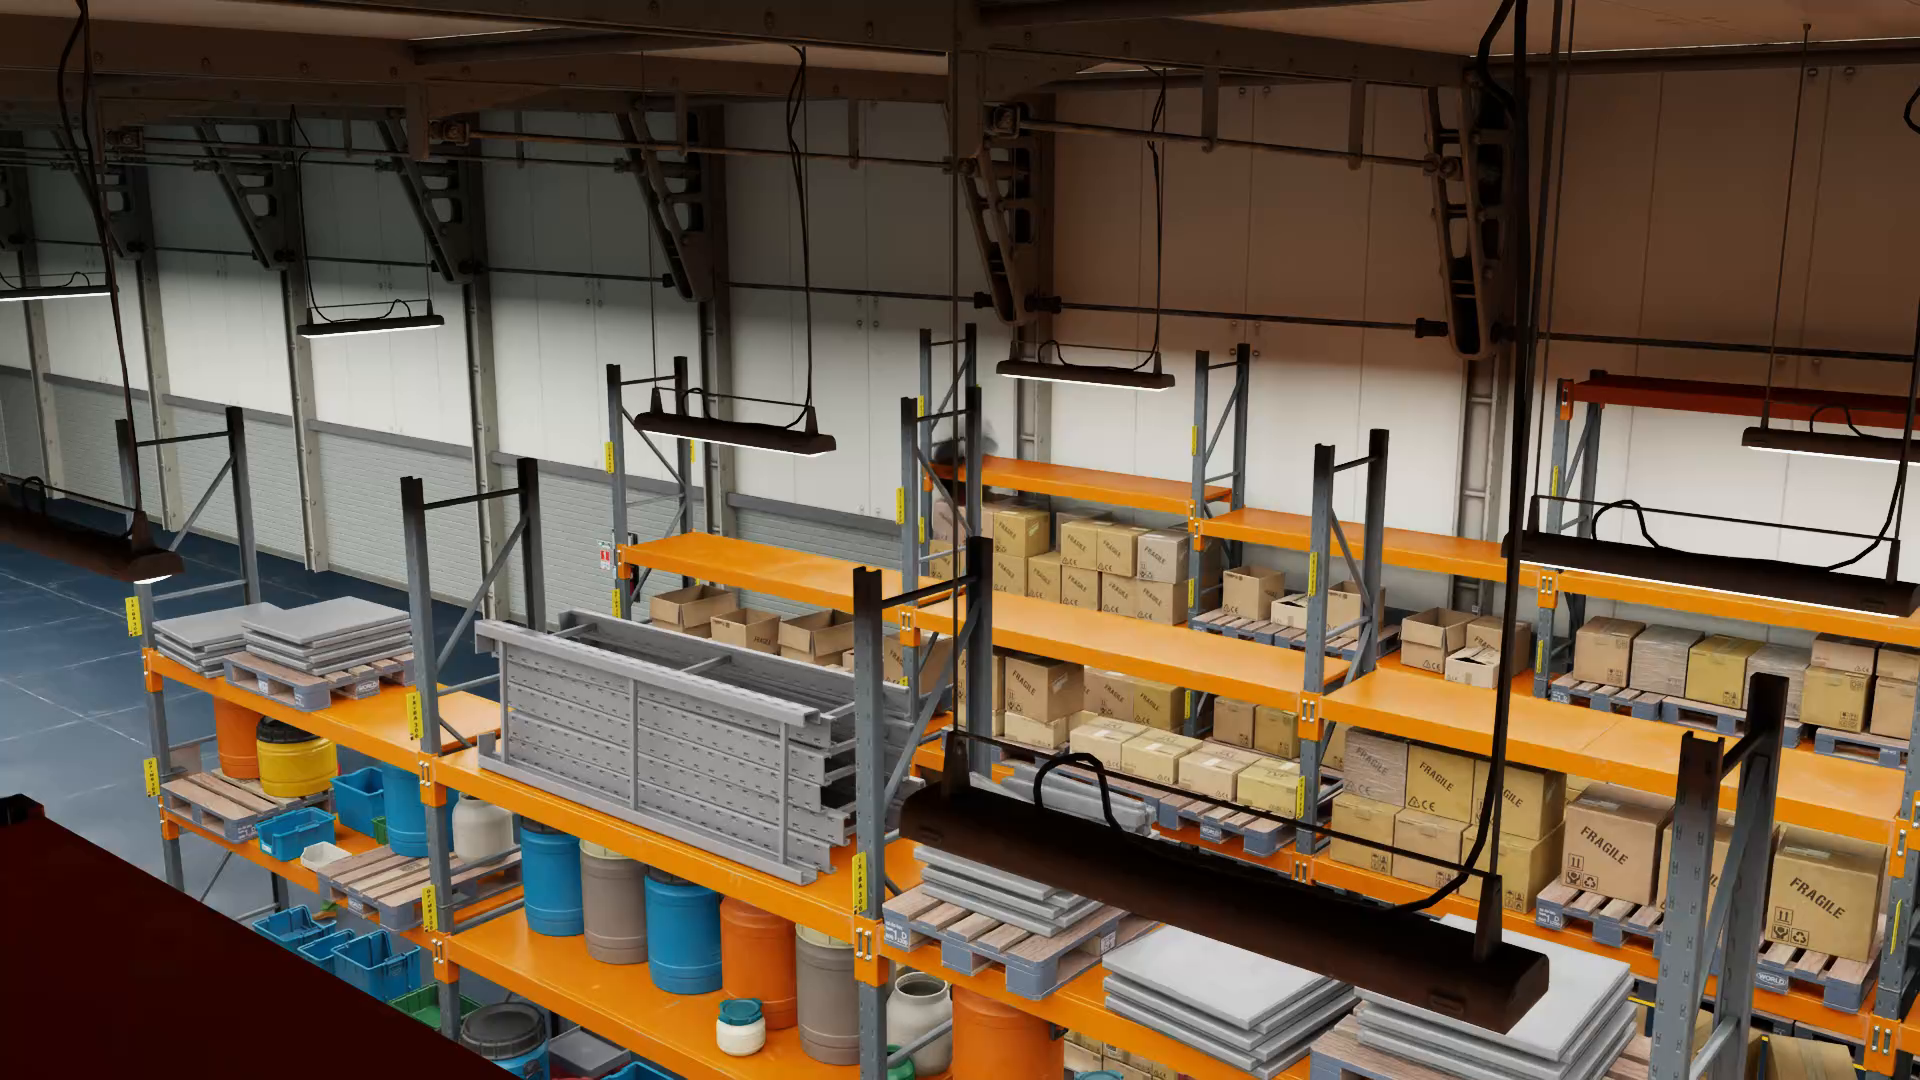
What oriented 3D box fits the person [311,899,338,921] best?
[{"bbox_3d":[-6.756,3.229,18.019,0.717,1.762,0.654,-7,14,-27],"label":"person"}]
